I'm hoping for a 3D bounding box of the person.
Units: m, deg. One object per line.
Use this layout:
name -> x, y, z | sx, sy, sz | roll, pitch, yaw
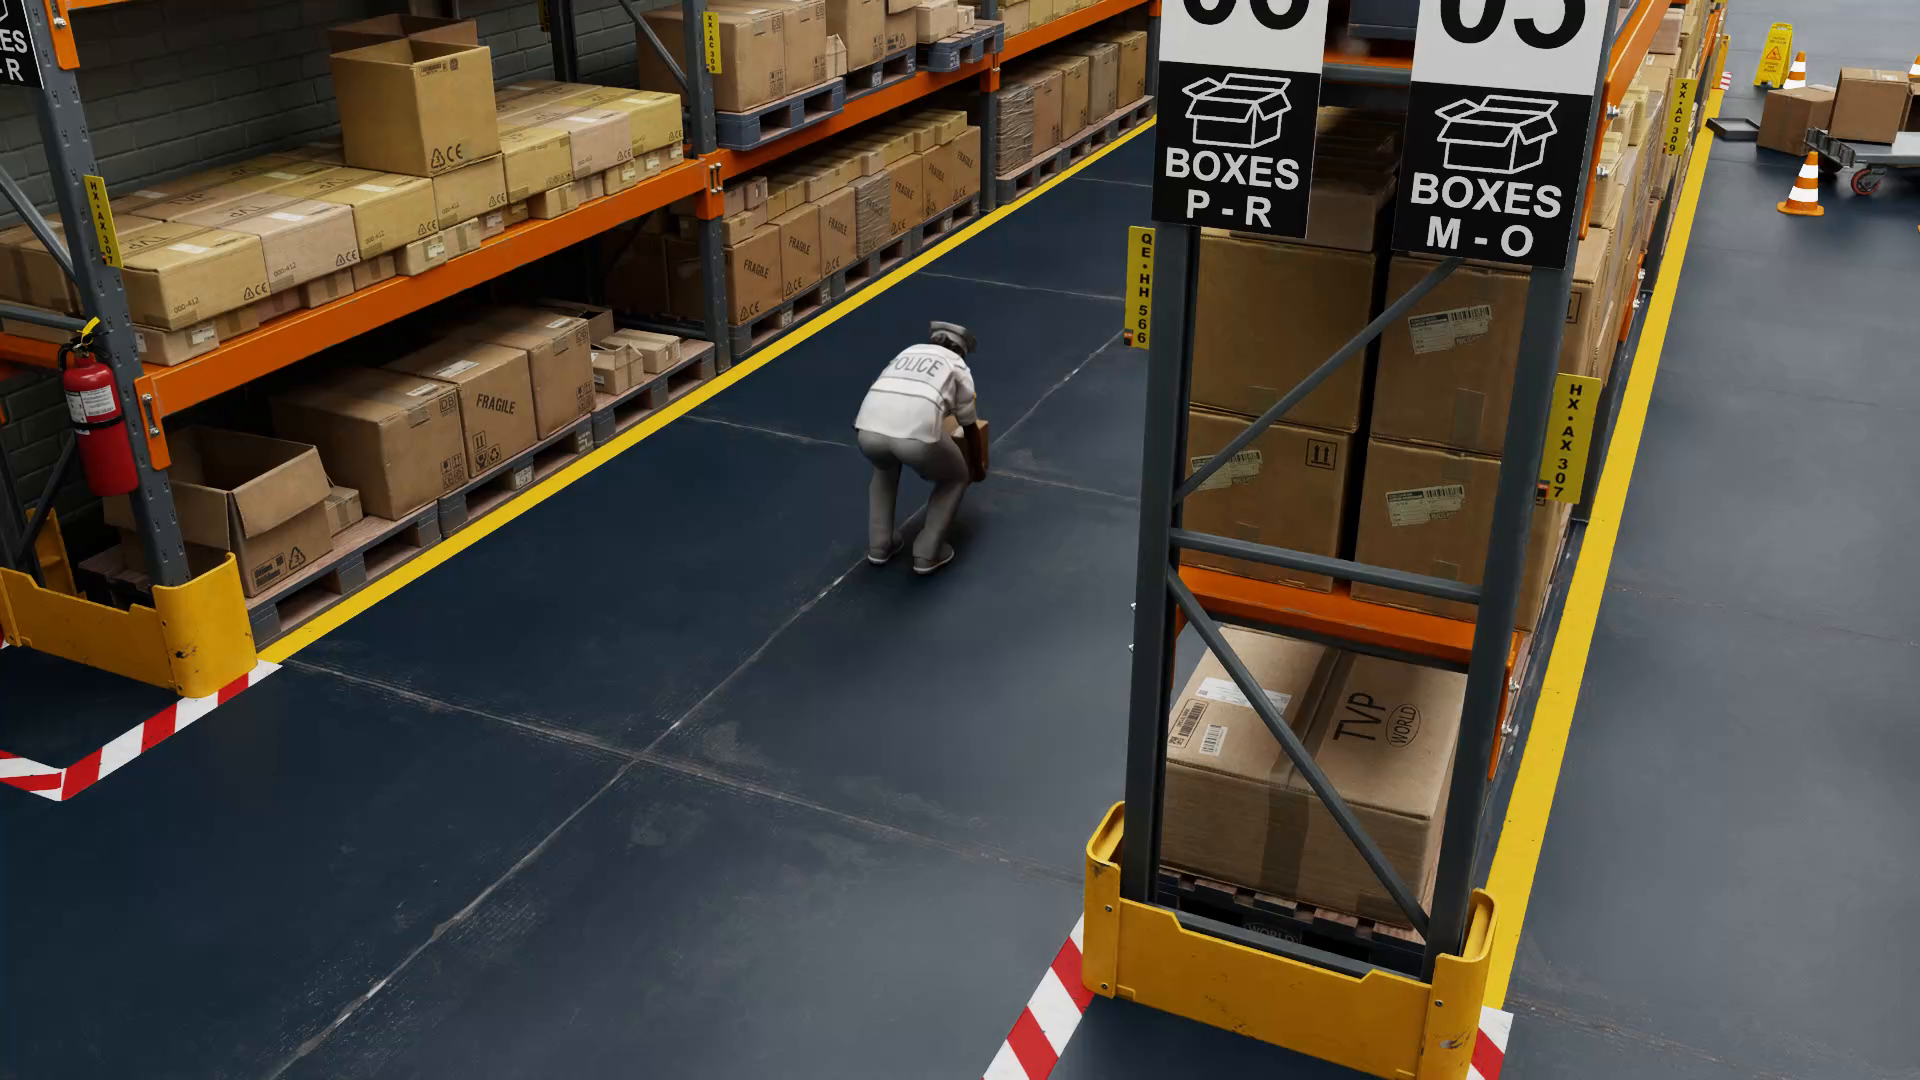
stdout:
person -> -0.144, -0.464, 7.788 | 0.407, 1.015, 0.800 | 10, 28, 19
